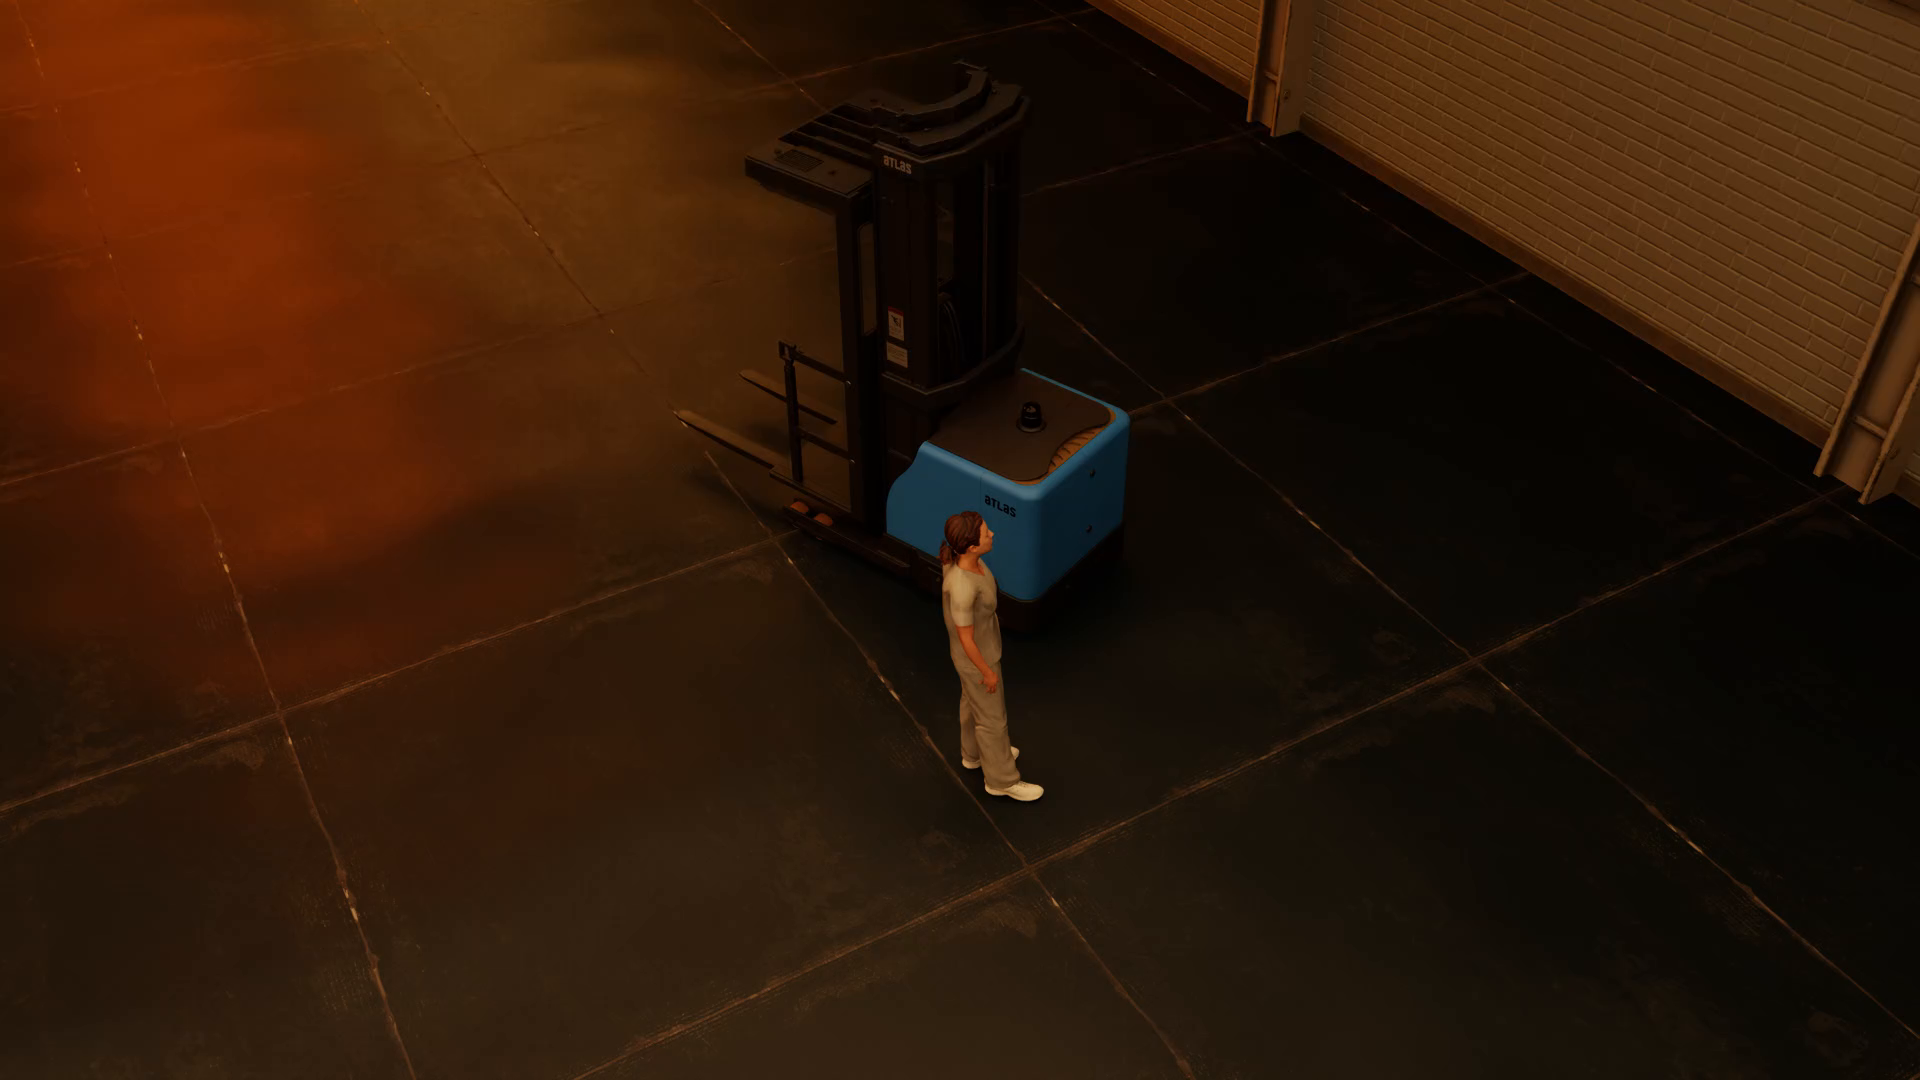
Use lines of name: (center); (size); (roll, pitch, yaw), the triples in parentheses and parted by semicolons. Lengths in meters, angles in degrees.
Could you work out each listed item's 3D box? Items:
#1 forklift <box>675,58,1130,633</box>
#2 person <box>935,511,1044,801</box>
forklift: (-0.481, -1.366, 9.683); (3.031, 2.935, 1.130); (26, 46, 28)
person: (0.162, 0.552, 8.342); (0.533, 1.675, 0.550); (-1, 40, -2)
